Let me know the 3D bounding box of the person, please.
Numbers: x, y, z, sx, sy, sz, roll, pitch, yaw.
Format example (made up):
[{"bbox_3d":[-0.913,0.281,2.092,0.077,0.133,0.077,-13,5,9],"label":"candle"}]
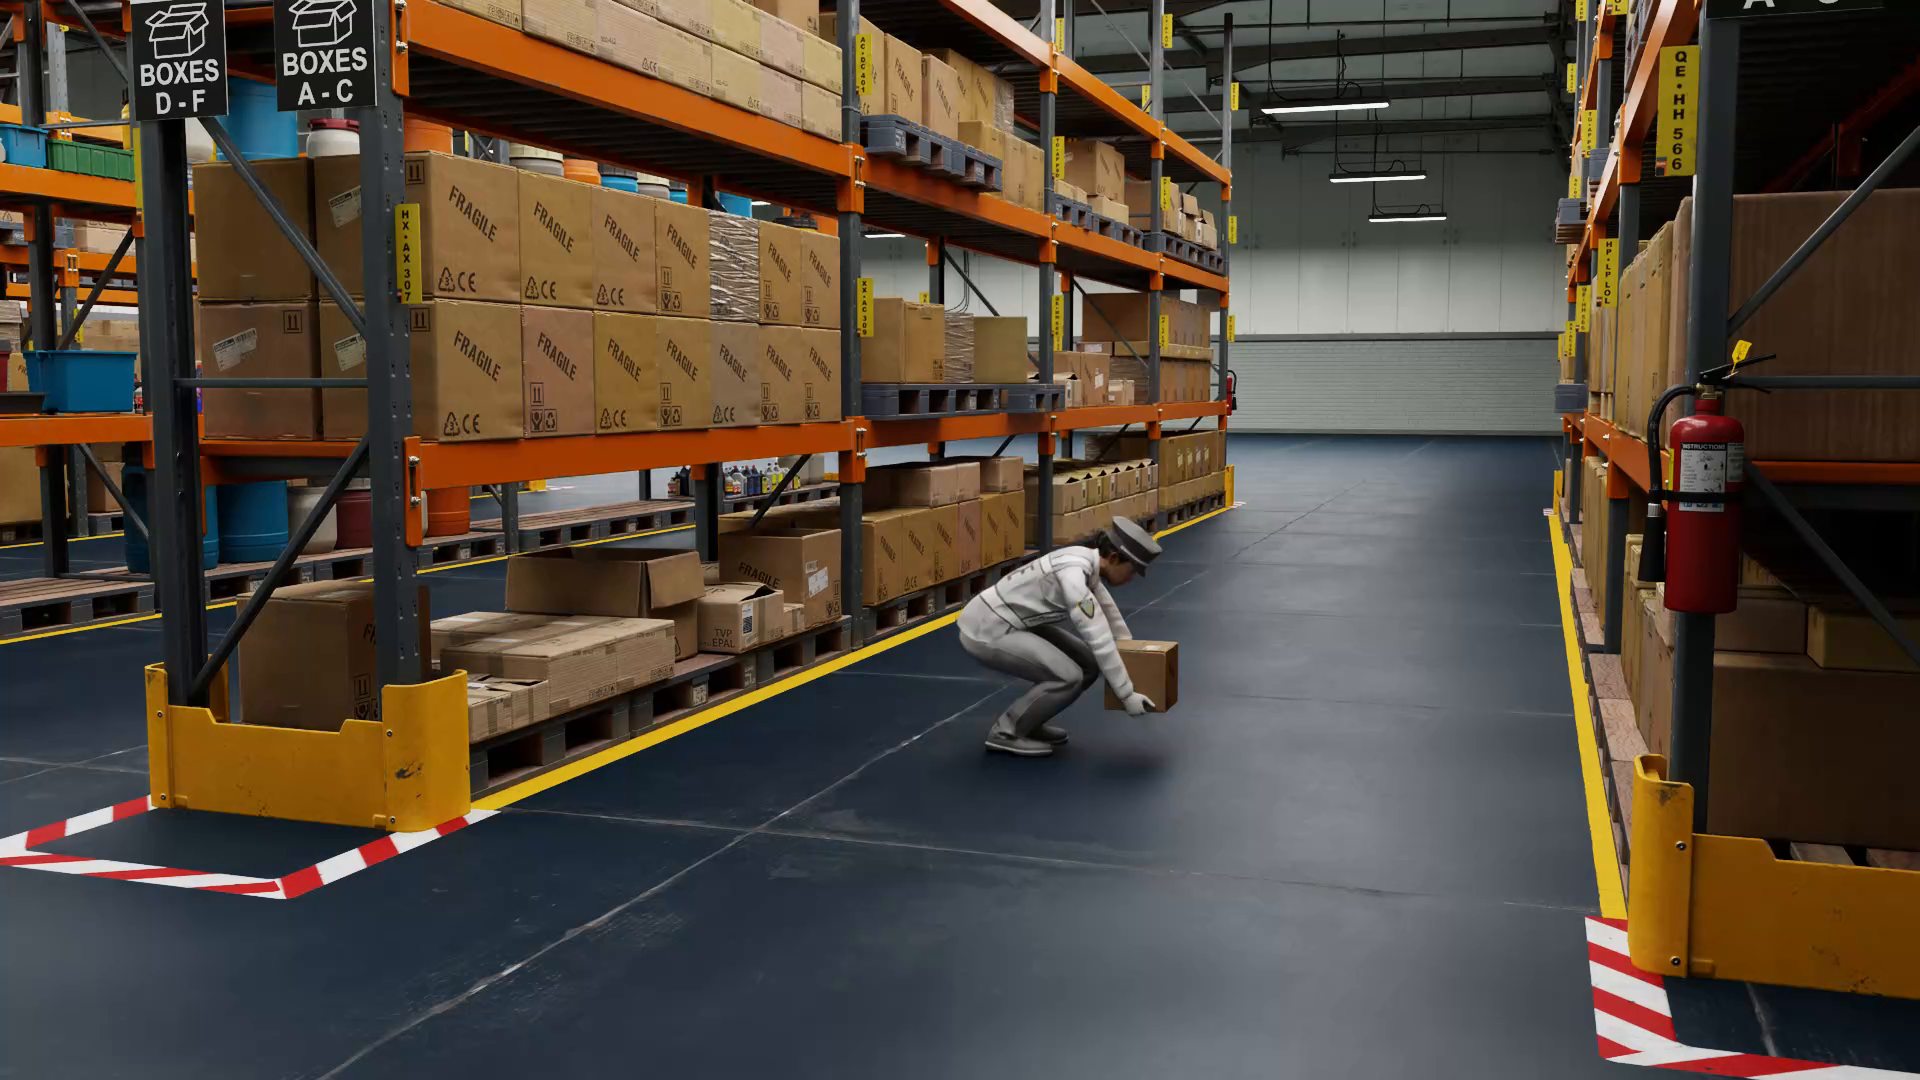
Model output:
[{"bbox_3d":[0.418,0.387,6.847,0.853,0.981,0.464,2,6,17],"label":"person"}]
